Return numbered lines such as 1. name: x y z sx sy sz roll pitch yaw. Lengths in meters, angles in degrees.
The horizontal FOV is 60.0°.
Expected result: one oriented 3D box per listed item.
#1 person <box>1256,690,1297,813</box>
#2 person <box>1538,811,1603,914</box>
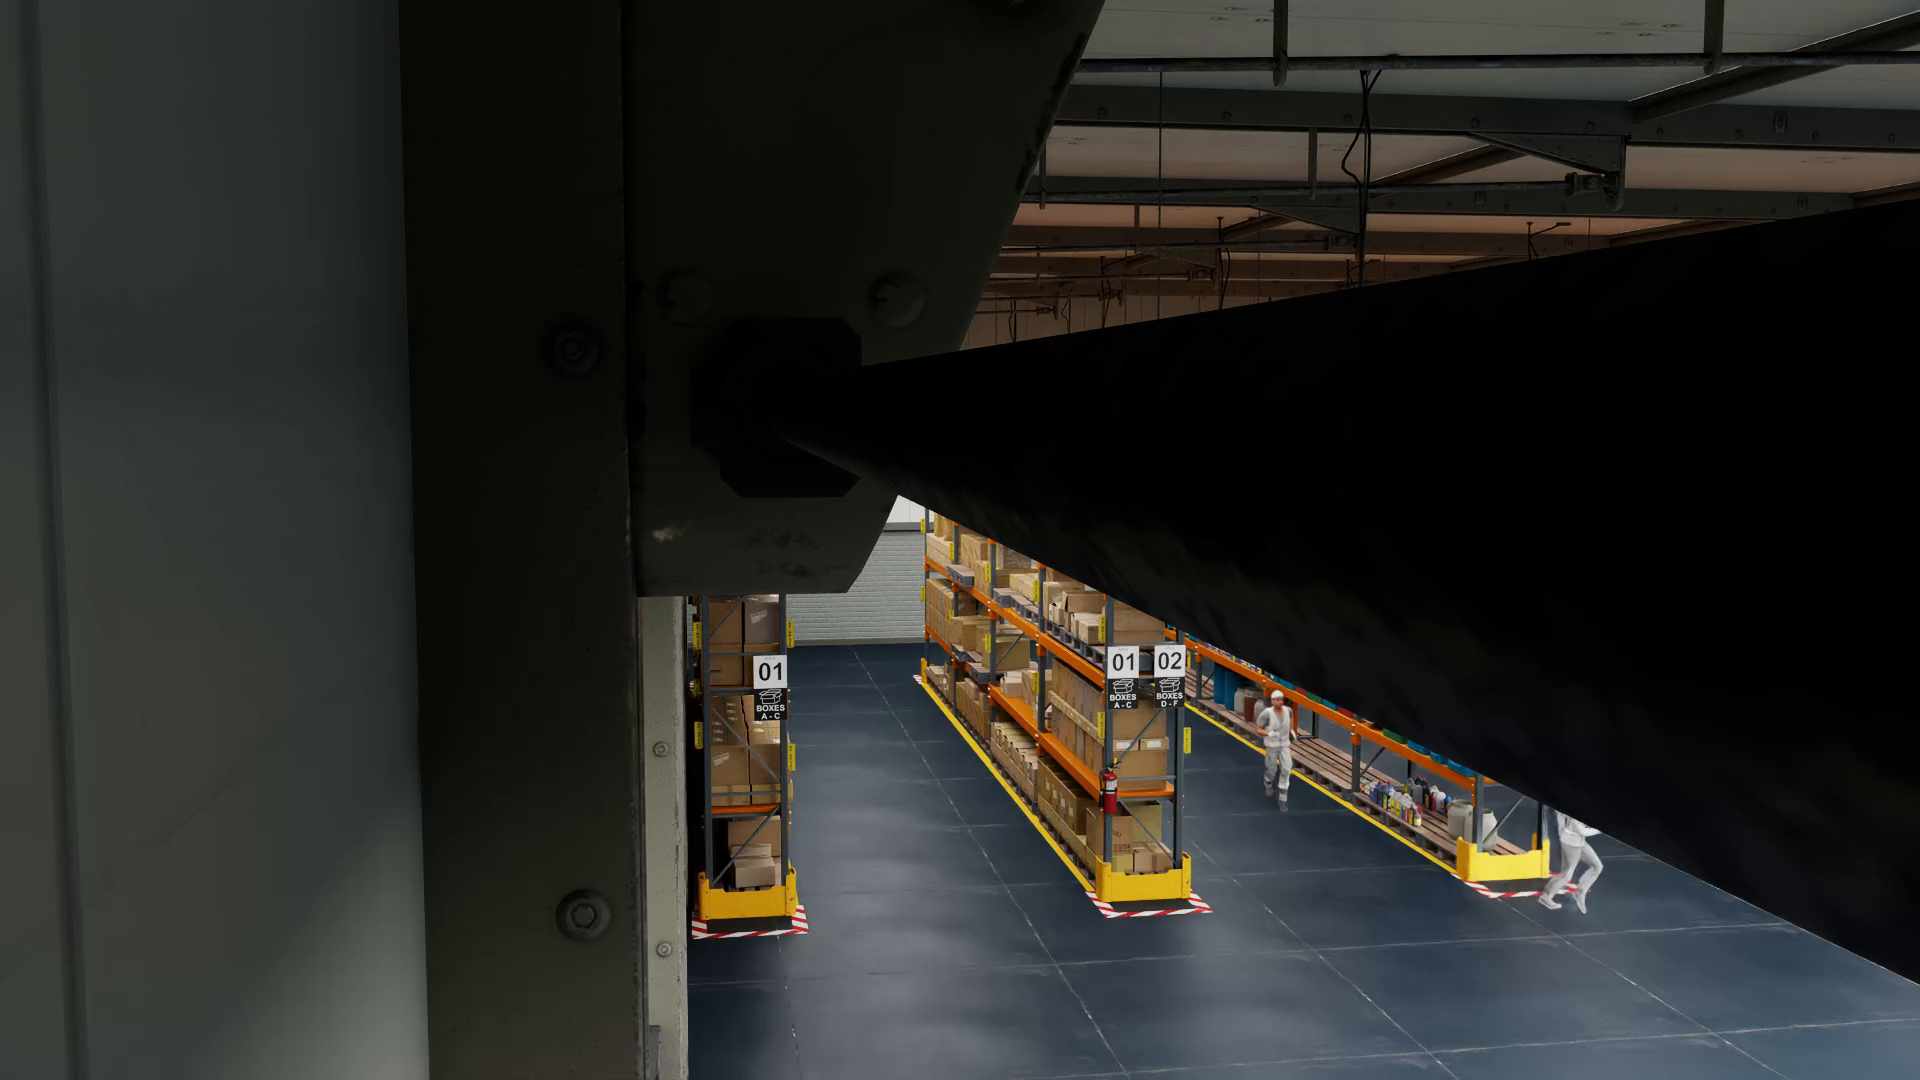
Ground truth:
1. person: 4.849 3.208 25.529 0.686 1.848 0.913 -1 5 -9
2. person: 7.464 3.709 20.214 0.785 1.674 0.642 2 5 20
